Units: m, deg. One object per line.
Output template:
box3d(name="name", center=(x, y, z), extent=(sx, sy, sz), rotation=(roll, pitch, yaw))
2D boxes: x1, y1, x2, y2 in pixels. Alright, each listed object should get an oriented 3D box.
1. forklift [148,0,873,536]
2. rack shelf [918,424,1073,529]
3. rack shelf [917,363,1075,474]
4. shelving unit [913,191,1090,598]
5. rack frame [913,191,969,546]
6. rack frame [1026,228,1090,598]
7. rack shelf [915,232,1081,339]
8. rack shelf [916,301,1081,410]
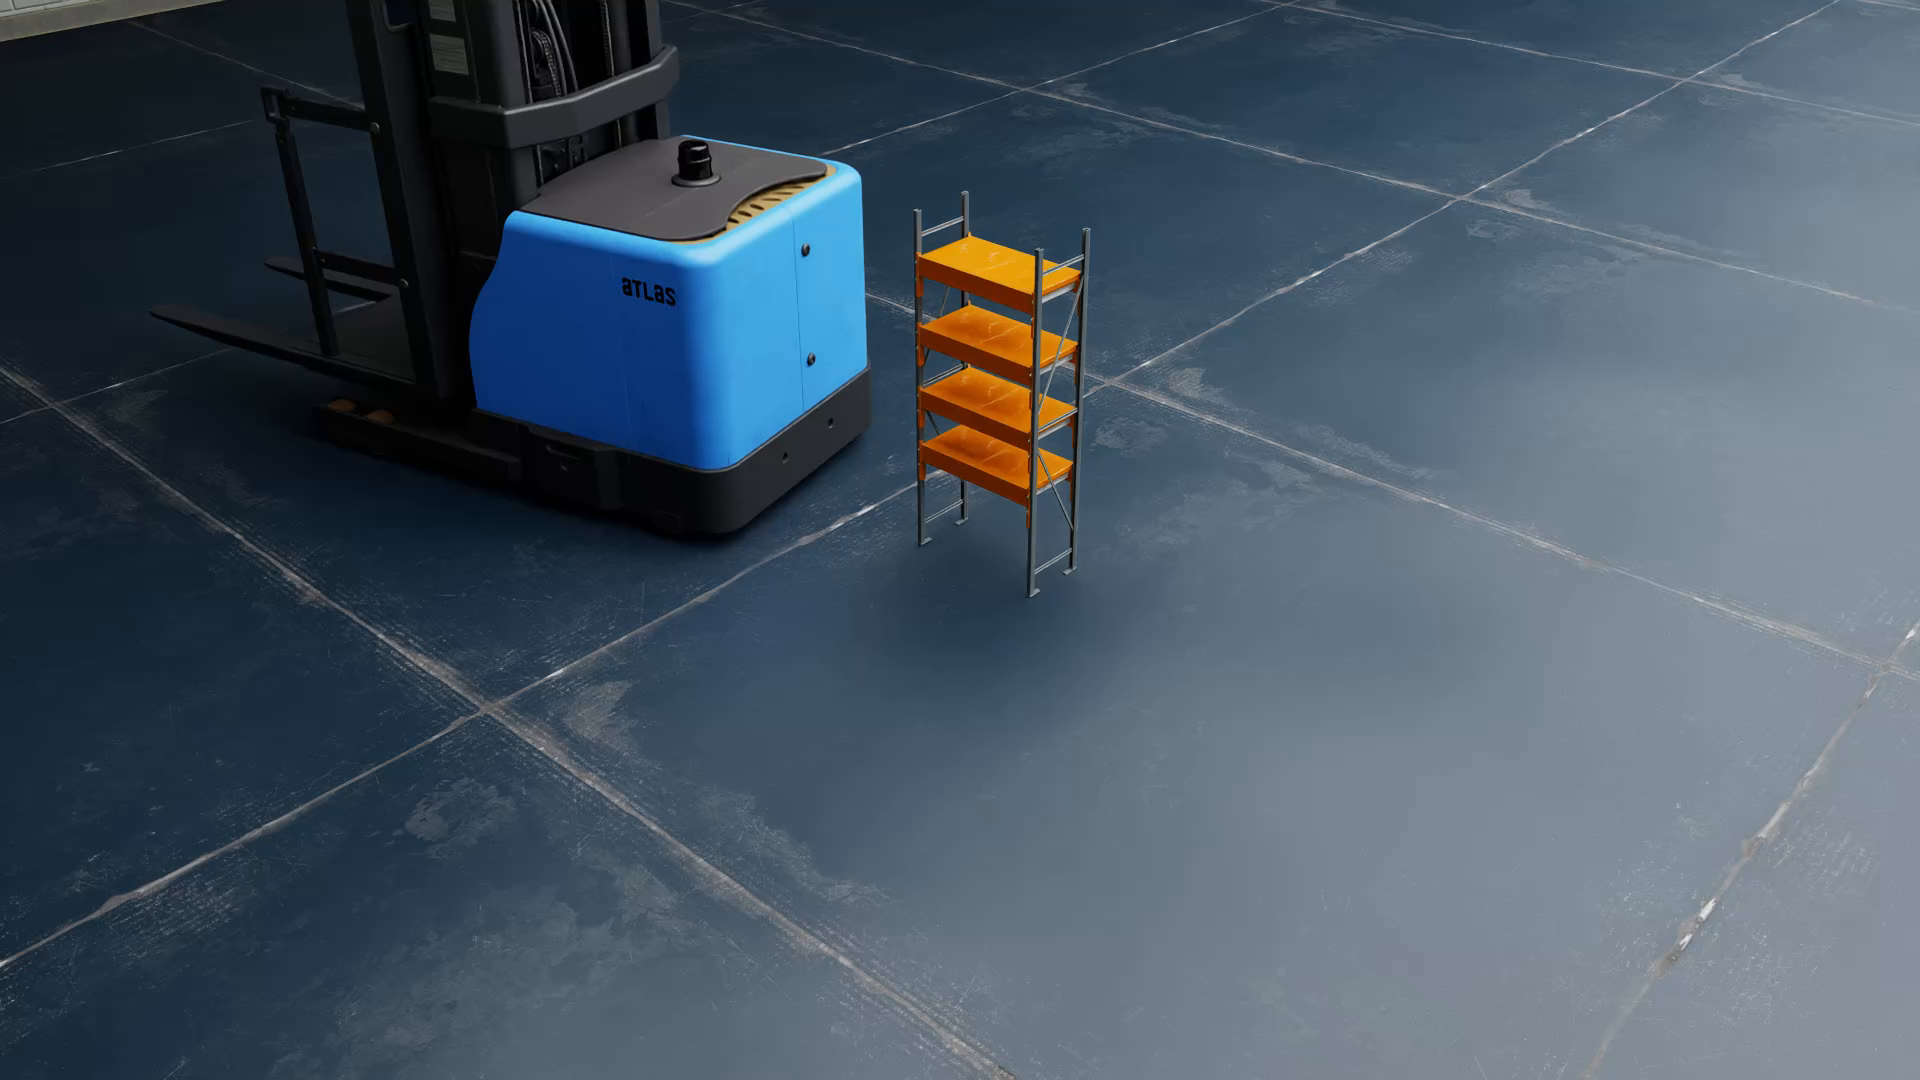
box3d(name="forklift", center=(-1.879, -1.801, 5.900), extent=(3.031, 2.935, 1.130), rotation=(15, 34, 24))
box3d(name="rack shelf", center=(0.123, -0.229, 5.482), extent=(0.480, 0.148, 0.258), rotation=(25, 39, 35))
box3d(name="rack shelf", center=(0.123, -0.399, 5.380), extent=(0.480, 0.148, 0.258), rotation=(25, 39, 35))
box3d(name="shelving unit", center=(0.123, -0.457, 5.345), extent=(0.503, 1.200, 0.258), rotation=(25, 39, 35))
box3d(name="rack frame", center=(-0.058, -0.541, 5.486), extent=(0.015, 1.200, 0.240), rotation=(25, 39, 35))
box3d(name="rack frame", center=(0.304, -0.372, 5.205), extent=(0.015, 1.200, 0.240), rotation=(25, 39, 35))
box3d(name="rack shelf", center=(0.123, -0.793, 5.143), extent=(0.480, 0.148, 0.258), rotation=(25, 39, 35))
box3d(name="rack shelf", center=(0.123, -0.591, 5.265), extent=(0.480, 0.148, 0.258), rotation=(25, 39, 35))
